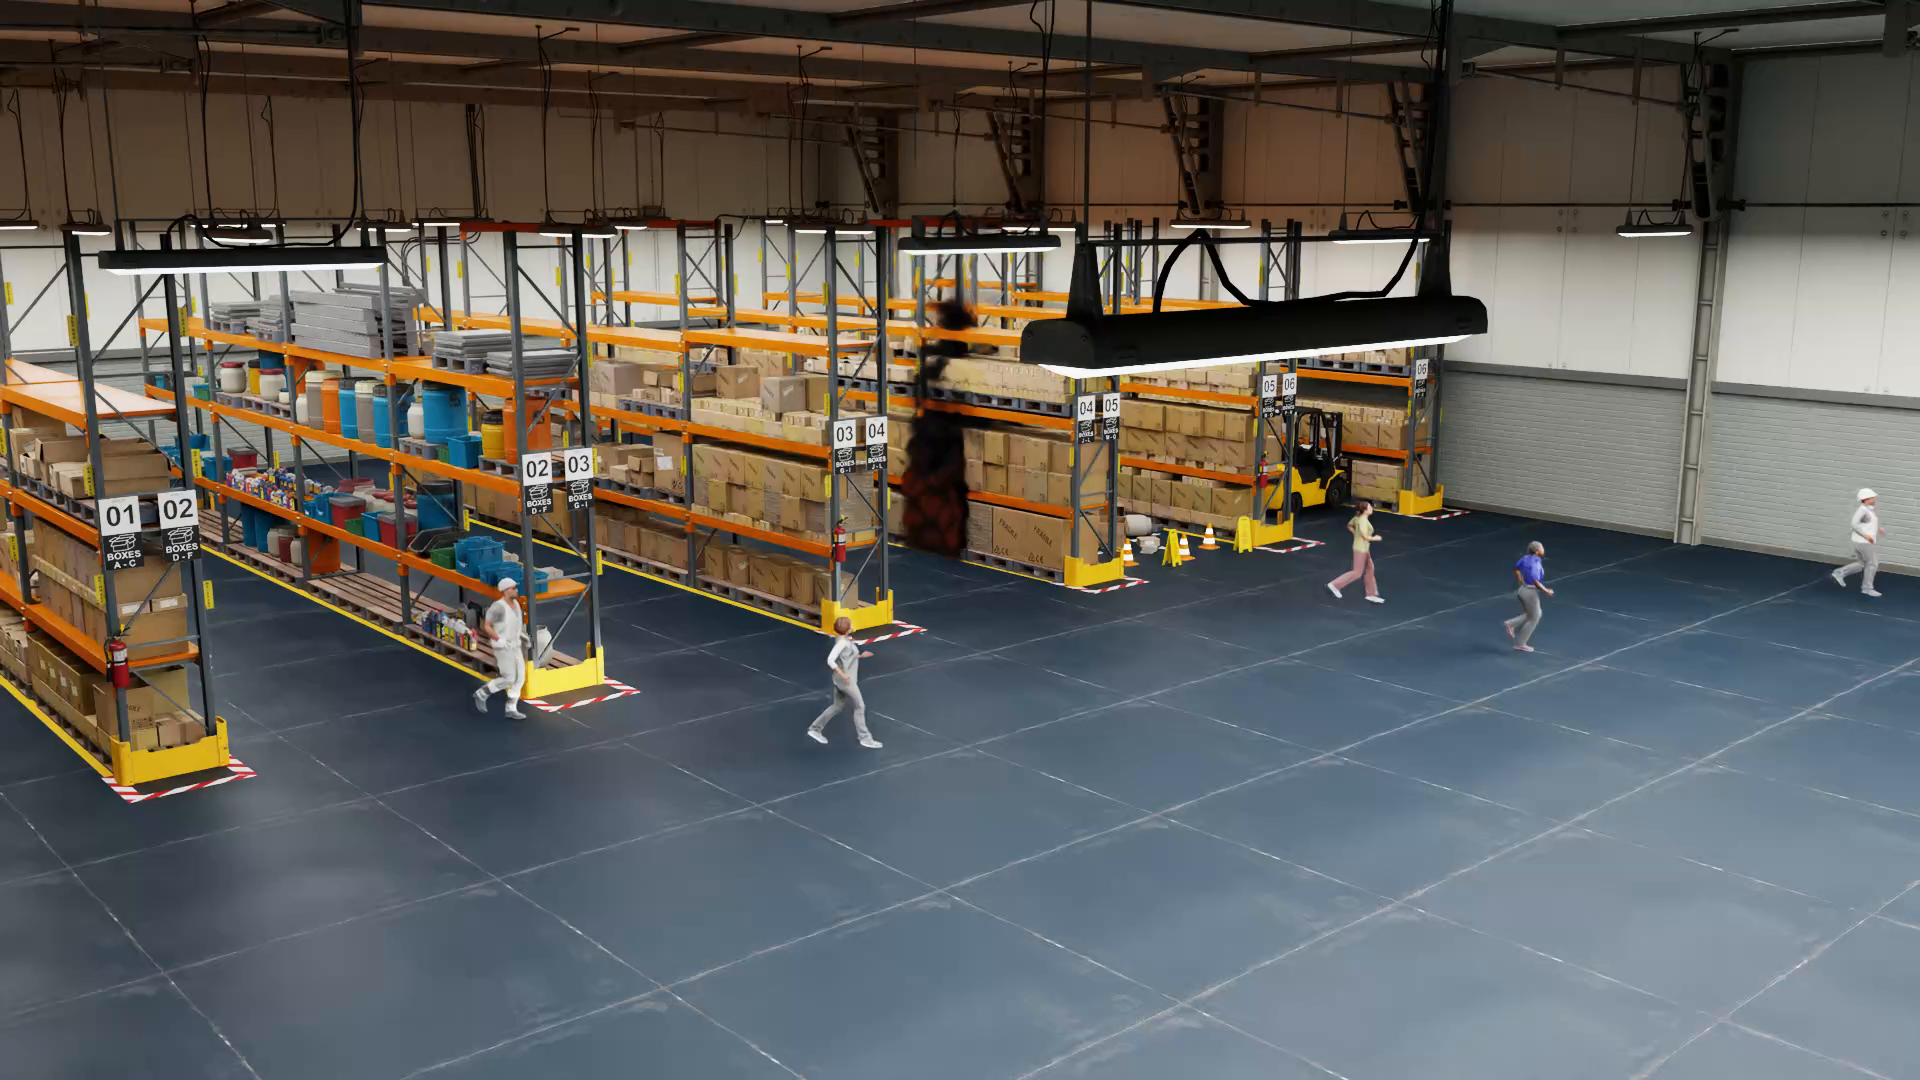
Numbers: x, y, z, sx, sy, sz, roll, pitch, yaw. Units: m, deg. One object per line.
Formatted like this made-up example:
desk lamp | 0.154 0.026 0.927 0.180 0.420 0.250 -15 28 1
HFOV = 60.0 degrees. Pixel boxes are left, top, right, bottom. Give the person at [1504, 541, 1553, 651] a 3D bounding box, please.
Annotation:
person | 8.192 0.796 23.904 0.609 1.617 0.589 0 11 -1

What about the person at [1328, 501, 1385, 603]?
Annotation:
person | 6.394 0.191 26.731 0.950 1.675 0.585 1 11 3

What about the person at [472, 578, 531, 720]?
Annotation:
person | -5.700 1.333 20.862 0.680 1.737 0.703 3 12 15

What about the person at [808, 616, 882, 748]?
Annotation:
person | -1.353 1.669 19.440 0.871 1.597 0.531 -3 12 -13

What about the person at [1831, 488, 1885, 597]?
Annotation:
person | 14.791 0.025 27.303 0.767 1.766 0.669 7 13 29
